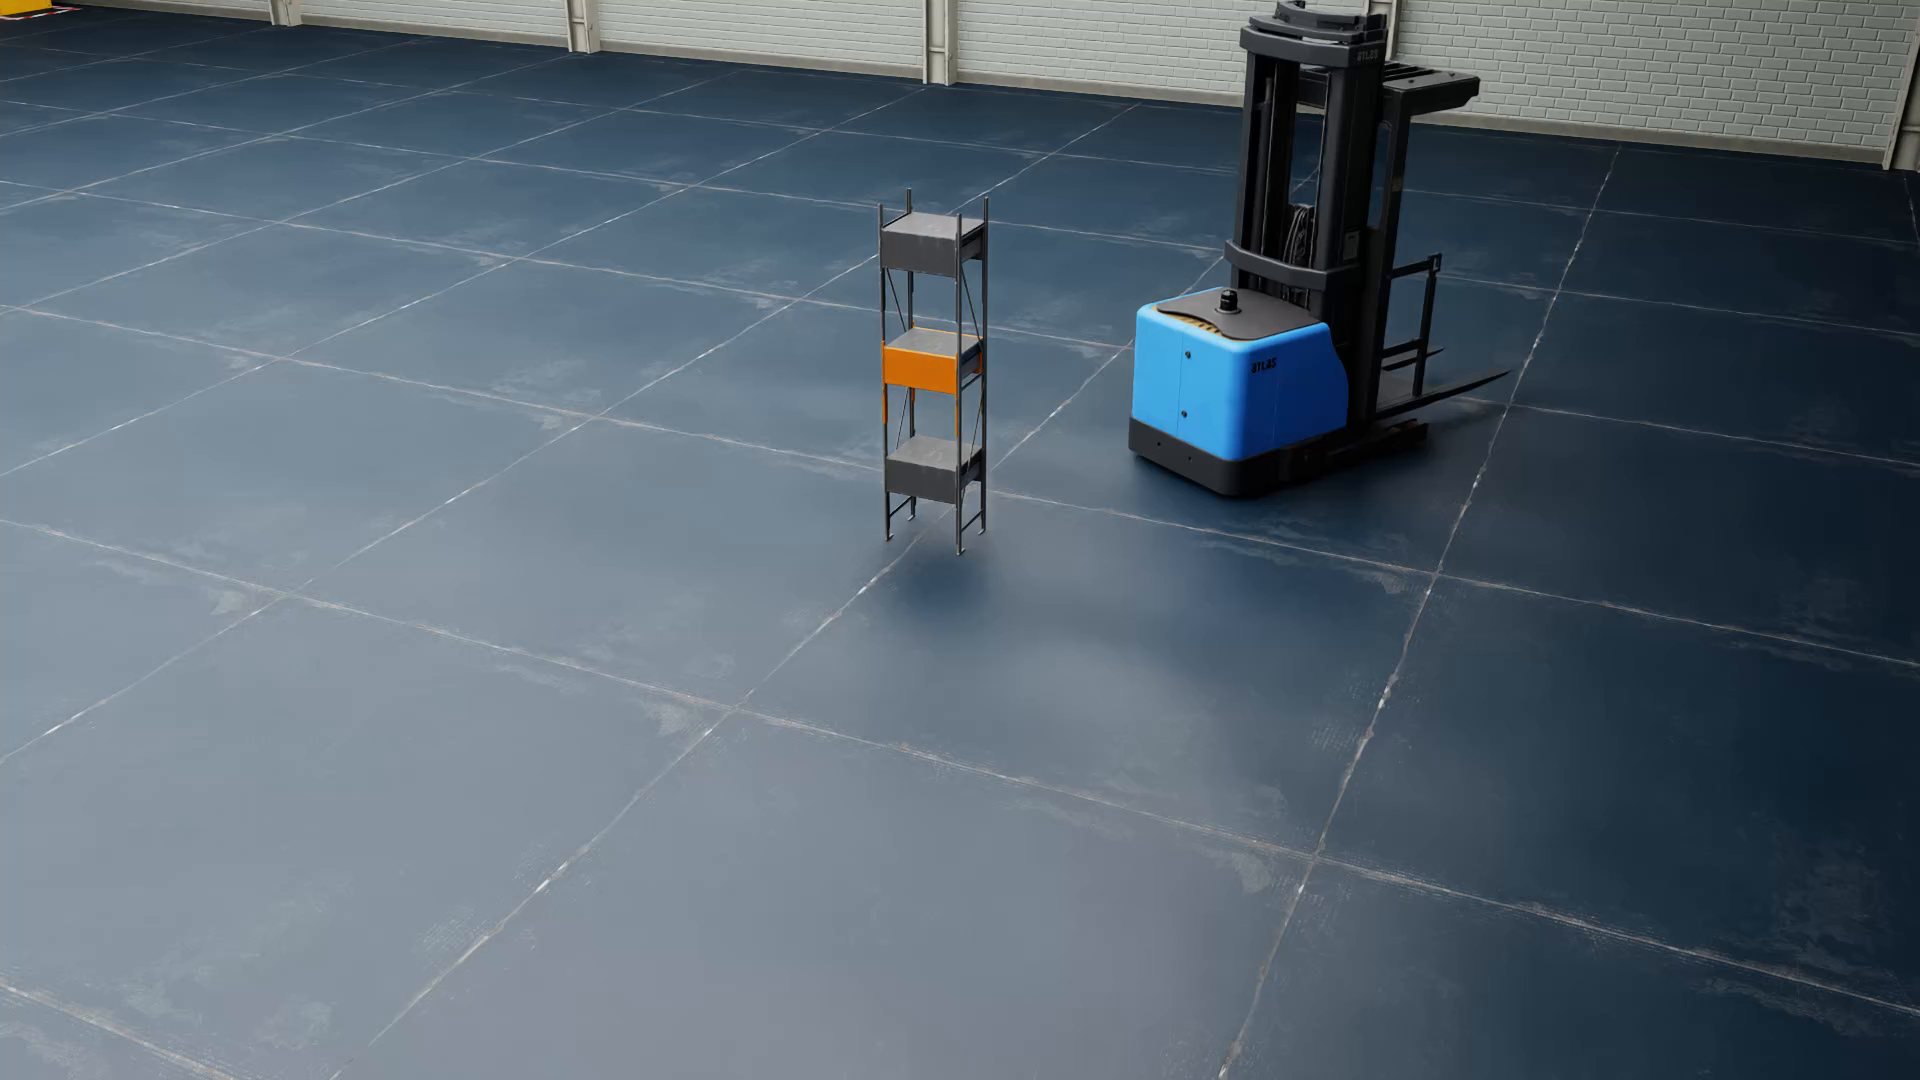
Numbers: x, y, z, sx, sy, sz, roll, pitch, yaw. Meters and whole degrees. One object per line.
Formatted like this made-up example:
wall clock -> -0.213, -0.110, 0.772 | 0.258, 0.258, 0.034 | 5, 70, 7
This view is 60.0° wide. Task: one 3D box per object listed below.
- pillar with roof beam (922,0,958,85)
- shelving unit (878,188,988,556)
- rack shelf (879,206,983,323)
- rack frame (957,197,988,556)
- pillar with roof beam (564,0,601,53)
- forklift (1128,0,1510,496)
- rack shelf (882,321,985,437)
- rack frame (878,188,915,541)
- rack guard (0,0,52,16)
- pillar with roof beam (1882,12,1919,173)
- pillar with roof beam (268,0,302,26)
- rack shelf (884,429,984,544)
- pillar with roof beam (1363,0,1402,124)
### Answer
pillar with roof beam -> -2.058, -8.703, 17.739 | 0.400, 9.000, 9.100 | 11, 28, 22
shelving unit -> -0.151, -0.972, 9.848 | 0.503, 2.100, 0.431 | 11, 28, 22
rack shelf -> -0.151, -1.588, 9.545 | 0.480, 0.518, 0.431 | 11, 28, 22
rack frame -> 0.071, -0.928, 9.757 | 0.015, 2.100, 0.400 | 11, 28, 22
pillar with roof beam -> -7.520, -9.800, 19.967 | 0.400, 9.000, 9.100 | 11, 28, 22
forklift -> 2.643, -2.096, 11.189 | 3.031, 2.935, 1.130 | -18, 31, -32
rack shelf -> -0.151, -0.960, 9.854 | 0.480, 0.518, 0.431 | 11, 28, 22
rack frame -> -0.373, -1.017, 9.938 | 0.015, 2.100, 0.400 | 11, 28, 22
rack guard -> -16.379, -9.418, 28.813 | 0.348, 0.500, 1.175 | 11, 28, 22
pillar with roof beam -> 8.865, -6.509, 13.282 | 0.400, 9.000, 9.100 | 11, 28, 22
pillar with roof beam -> -12.982, -10.897, 22.195 | 0.400, 9.000, 9.100 | 11, 28, 22
rack shelf -> -0.151, -0.332, 10.163 | 0.480, 0.518, 0.431 | 11, 28, 22
pillar with roof beam -> 3.404, -7.606, 15.510 | 0.400, 9.000, 9.100 | 11, 28, 22
